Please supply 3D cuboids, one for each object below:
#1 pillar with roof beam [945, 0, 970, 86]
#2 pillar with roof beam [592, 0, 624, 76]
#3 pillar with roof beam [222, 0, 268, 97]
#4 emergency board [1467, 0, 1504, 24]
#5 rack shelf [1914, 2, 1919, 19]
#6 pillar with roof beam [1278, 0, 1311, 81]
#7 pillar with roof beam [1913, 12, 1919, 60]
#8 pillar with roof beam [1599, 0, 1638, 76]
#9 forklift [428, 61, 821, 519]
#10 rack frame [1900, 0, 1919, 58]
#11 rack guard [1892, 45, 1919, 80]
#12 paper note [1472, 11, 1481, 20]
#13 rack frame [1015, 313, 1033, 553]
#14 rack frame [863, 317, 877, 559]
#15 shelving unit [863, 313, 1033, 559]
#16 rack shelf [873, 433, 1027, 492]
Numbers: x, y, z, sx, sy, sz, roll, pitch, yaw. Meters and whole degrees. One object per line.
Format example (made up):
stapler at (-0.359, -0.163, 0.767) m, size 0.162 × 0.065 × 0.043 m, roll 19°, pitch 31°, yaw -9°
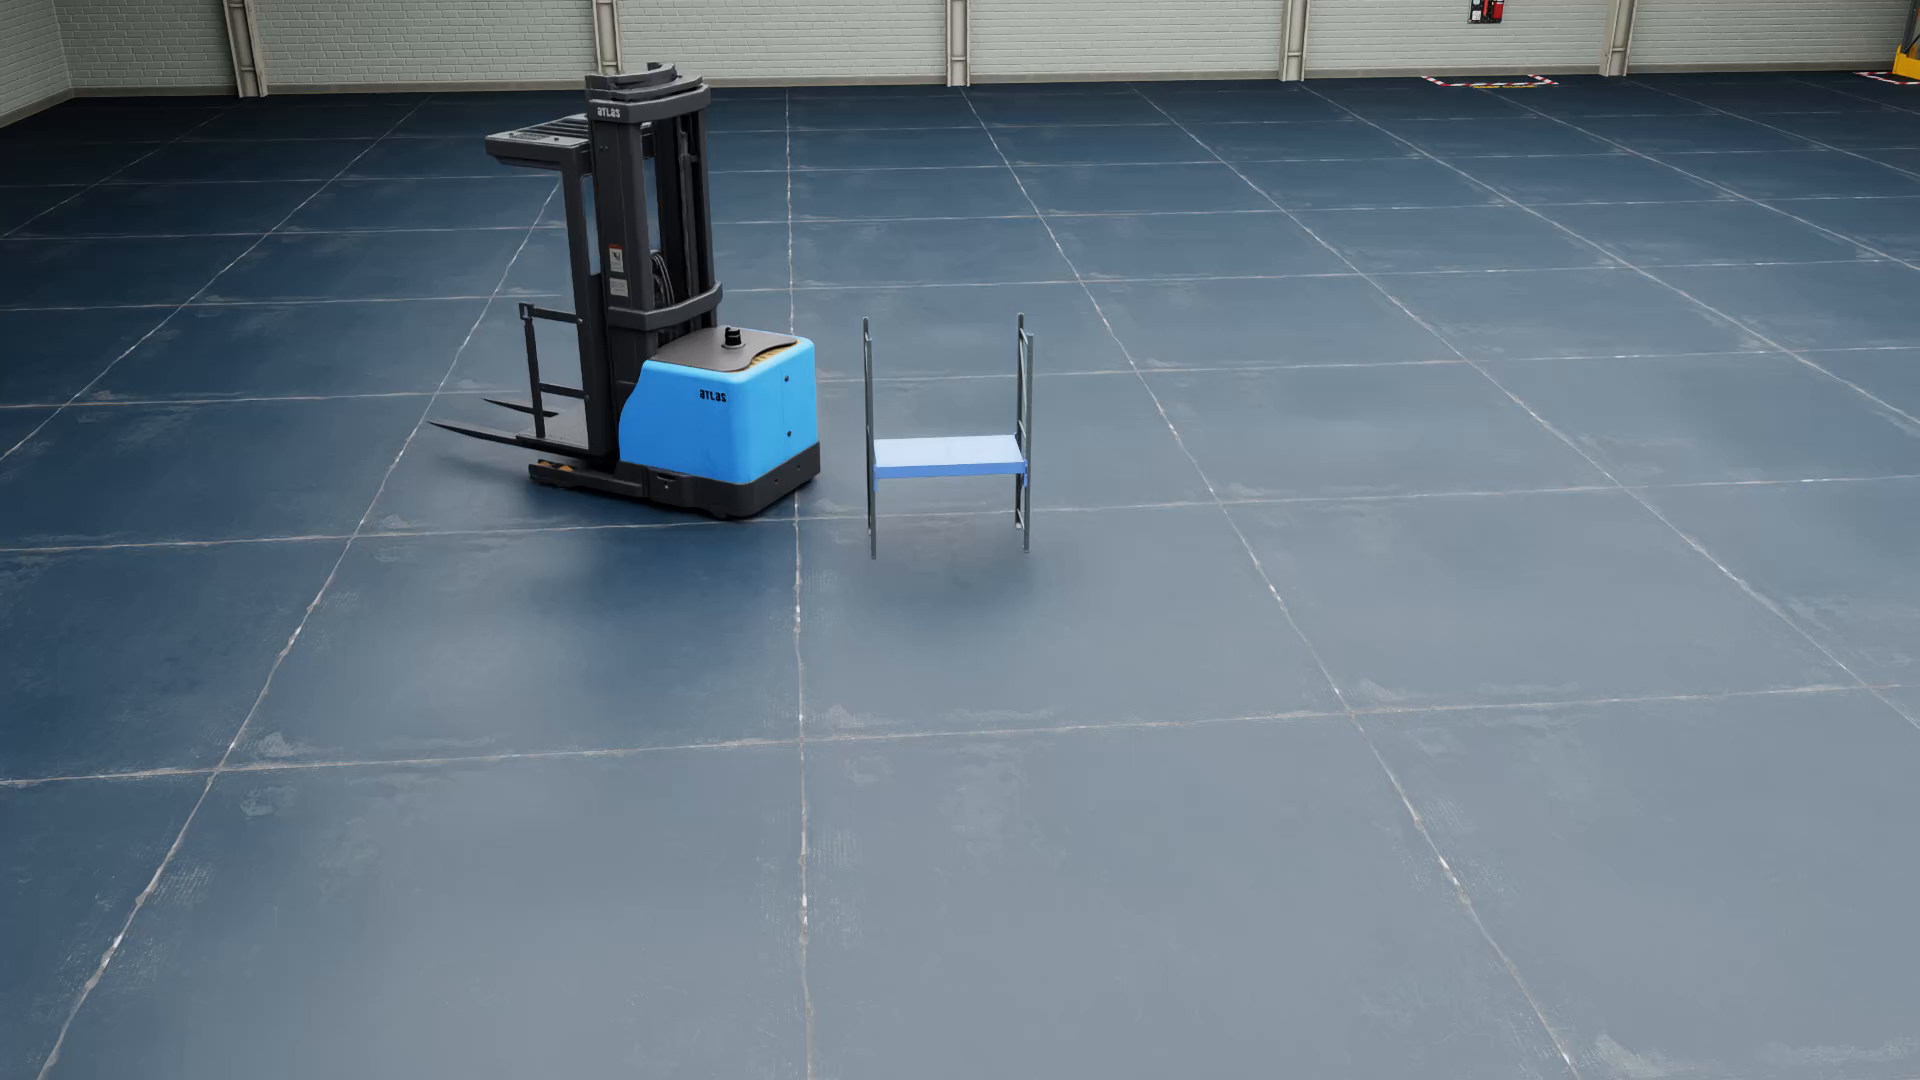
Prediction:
pillar with roof beam at (0.385, -10.389, 23.544) m, size 0.400 × 9.000 × 9.100 m, roll -2°, pitch 24°, yaw -5°
pillar with roof beam at (-5.586, -10.150, 23.006) m, size 0.400 × 9.000 × 9.100 m, roll -2°, pitch 24°, yaw -5°
pillar with roof beam at (-11.557, -9.910, 22.467) m, size 0.400 × 9.000 × 9.100 m, roll -2°, pitch 24°, yaw -5°
emergency board at (9.441, -9.784, 29.568) m, size 0.643 × 1.169 × 0.194 m, roll -2°, pitch 24°, yaw -5°
rack shelf at (19.253, -9.480, 29.771) m, size 4.000 × 0.370 × 1.077 m, roll -2°, pitch 24°, yaw -5°
pillar with roof beam at (6.356, -10.629, 24.083) m, size 0.400 × 9.000 × 9.100 m, roll -2°, pitch 24°, yaw -5°
pillar with roof beam at (18.298, -11.108, 25.161) m, size 0.400 × 9.000 × 9.100 m, roll -2°, pitch 24°, yaw -5°
pillar with roof beam at (12.327, -10.868, 24.622) m, size 0.400 × 9.000 × 9.100 m, roll -2°, pitch 24°, yaw -5°
forklift at (-2.574, -1.887, 11.886) m, size 3.031 × 2.935 × 1.130 m, roll 12°, pitch 26°, yaw 24°
rack frame at (17.263, -9.729, 29.445) m, size 0.127 × 3.000 × 1.000 m, roll -2°, pitch 24°, yaw -5°
rack guard at (17.339, -8.590, 29.959) m, size 0.348 × 0.500 × 1.175 m, roll -2°, pitch 24°, yaw -5°
paper note at (9.258, -9.402, 29.794) m, size 0.142 × 0.148 × 0.016 m, roll -2°, pitch 24°, yaw -5°
rack frame at (0.421, -0.702, 10.983) m, size 0.032 × 1.500 × 0.500 m, roll -2°, pitch 24°, yaw -5°
rack frame at (-0.591, -0.662, 10.892) m, size 0.032 × 1.500 × 0.500 m, roll -2°, pitch 24°, yaw -5°
shelving unit at (-0.085, -0.682, 10.938) m, size 1.048 × 1.500 × 0.538 m, roll -2°, pitch 24°, yaw -5°
rack shelf at (-0.085, -0.518, 11.011) m, size 1.000 × 0.185 × 0.538 m, roll -2°, pitch 24°, yaw -5°
